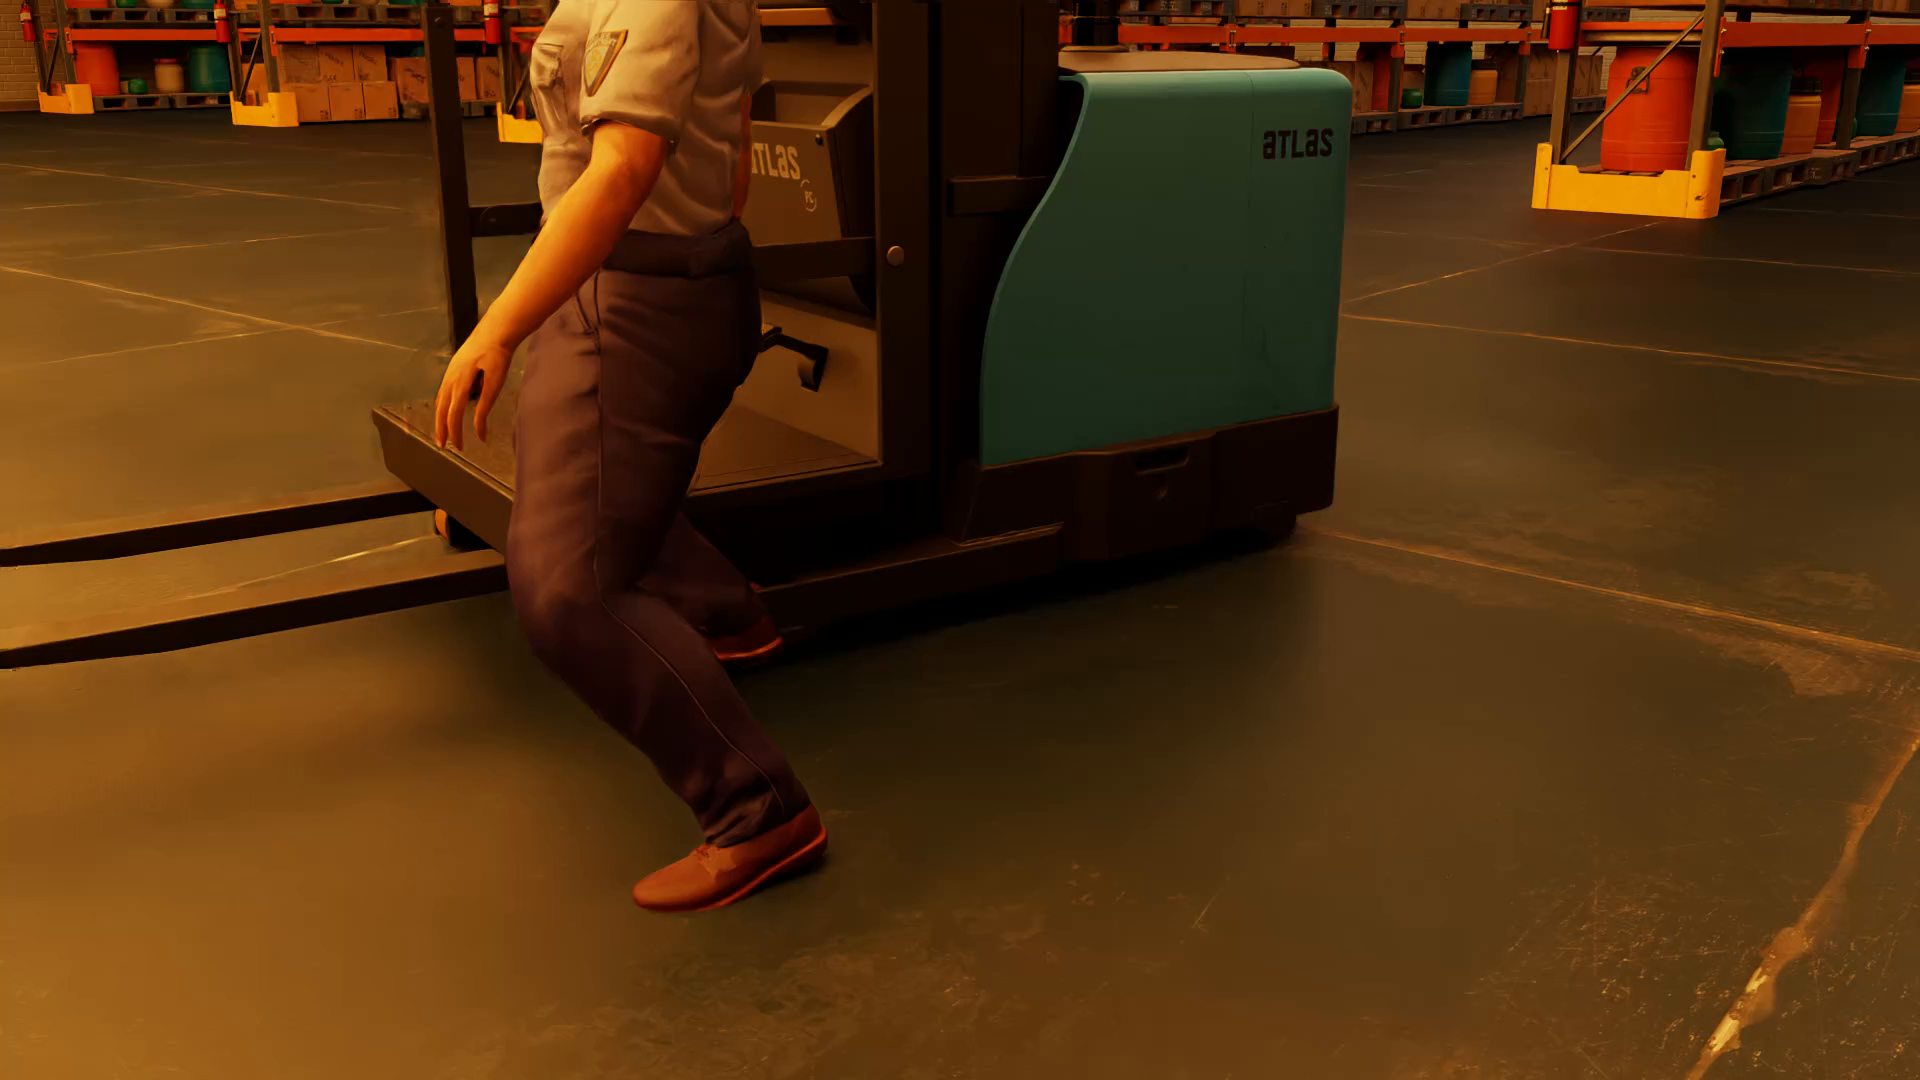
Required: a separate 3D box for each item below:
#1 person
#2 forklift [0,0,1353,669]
[{"bbox_3d":[-0.470,-0.327,2.409,0.588,1.563,0.865,1,17,5],"label":"person"},{"bbox_3d":[-0.614,-1.303,3.190,3.031,2.935,1.130,-11,20,-32],"label":"forklift"}]
